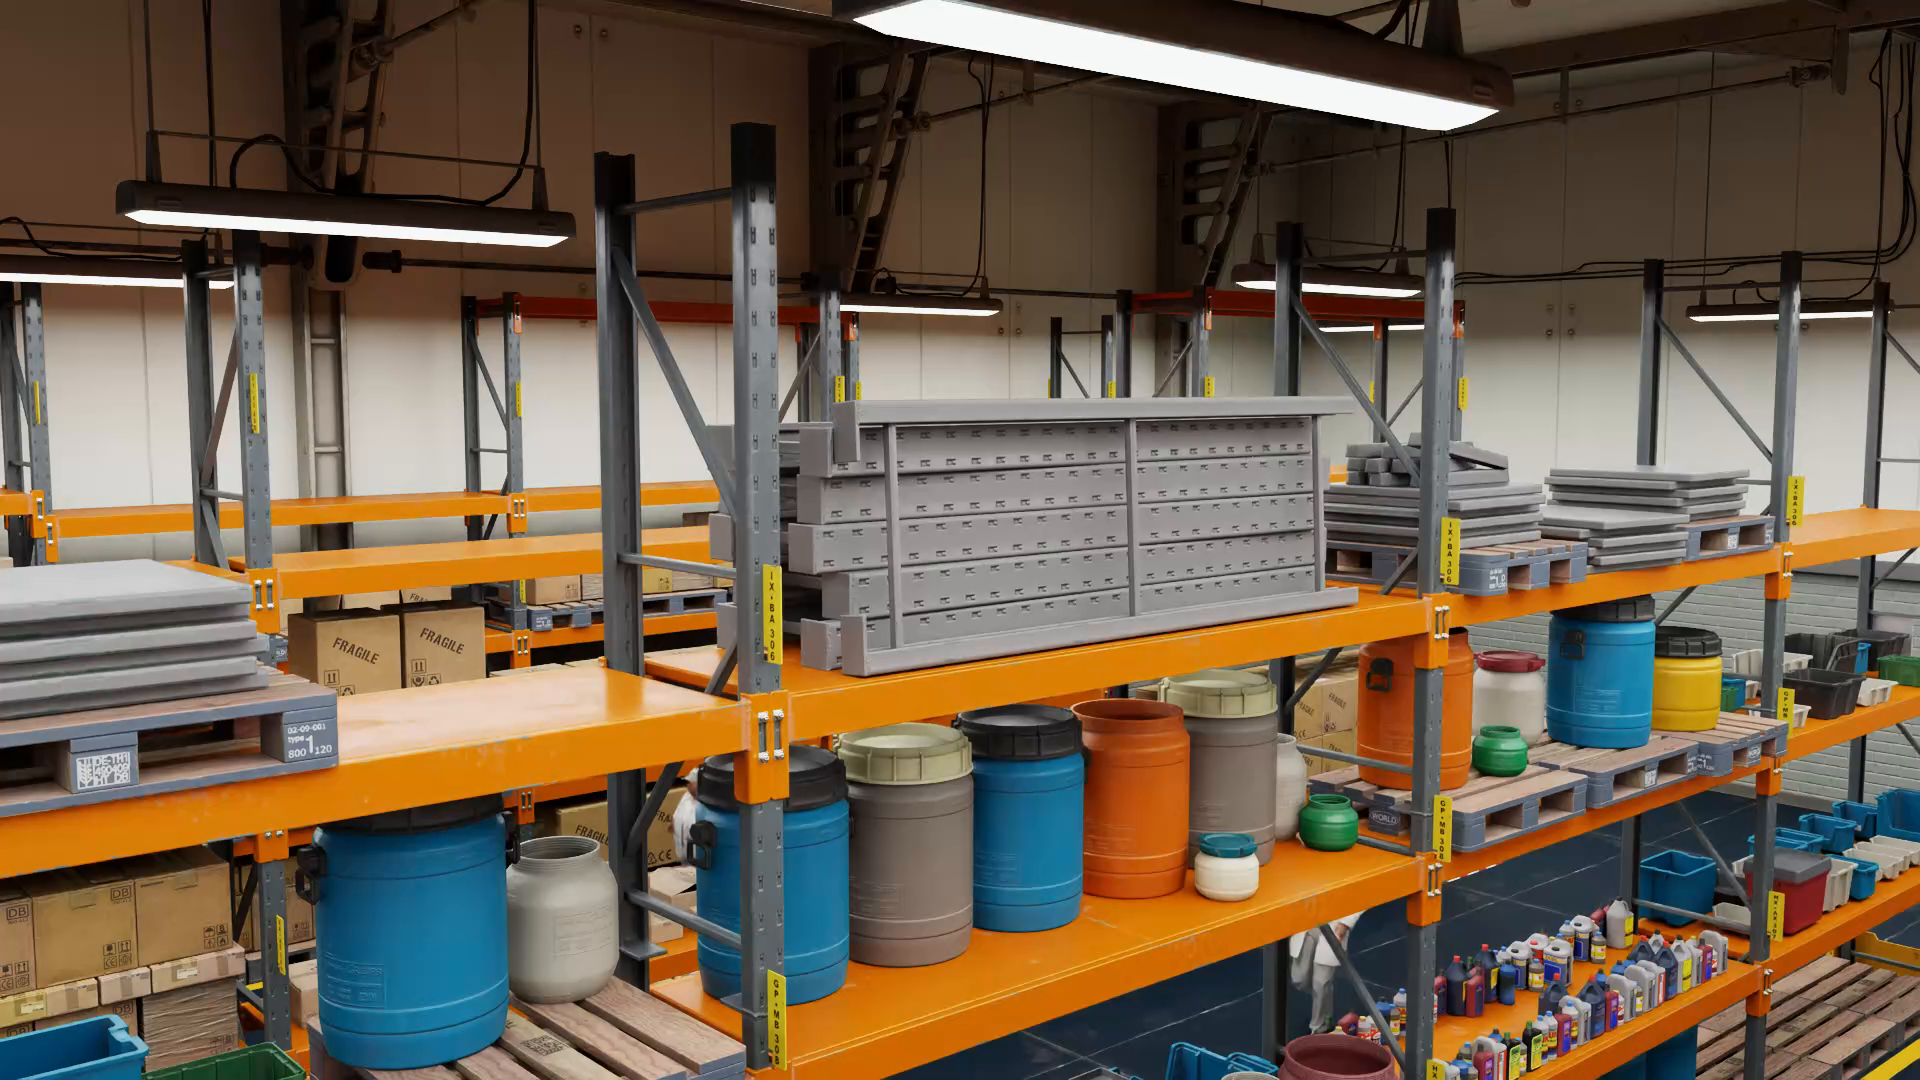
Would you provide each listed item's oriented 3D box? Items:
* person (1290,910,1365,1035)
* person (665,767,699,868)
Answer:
[{"bbox_3d":[2.862,3.067,13.111,0.729,1.741,0.612,4,7,35],"label":"person"},{"bbox_3d":[-2.379,2.879,15.086,0.602,1.663,0.913,5,7,40],"label":"person"}]
